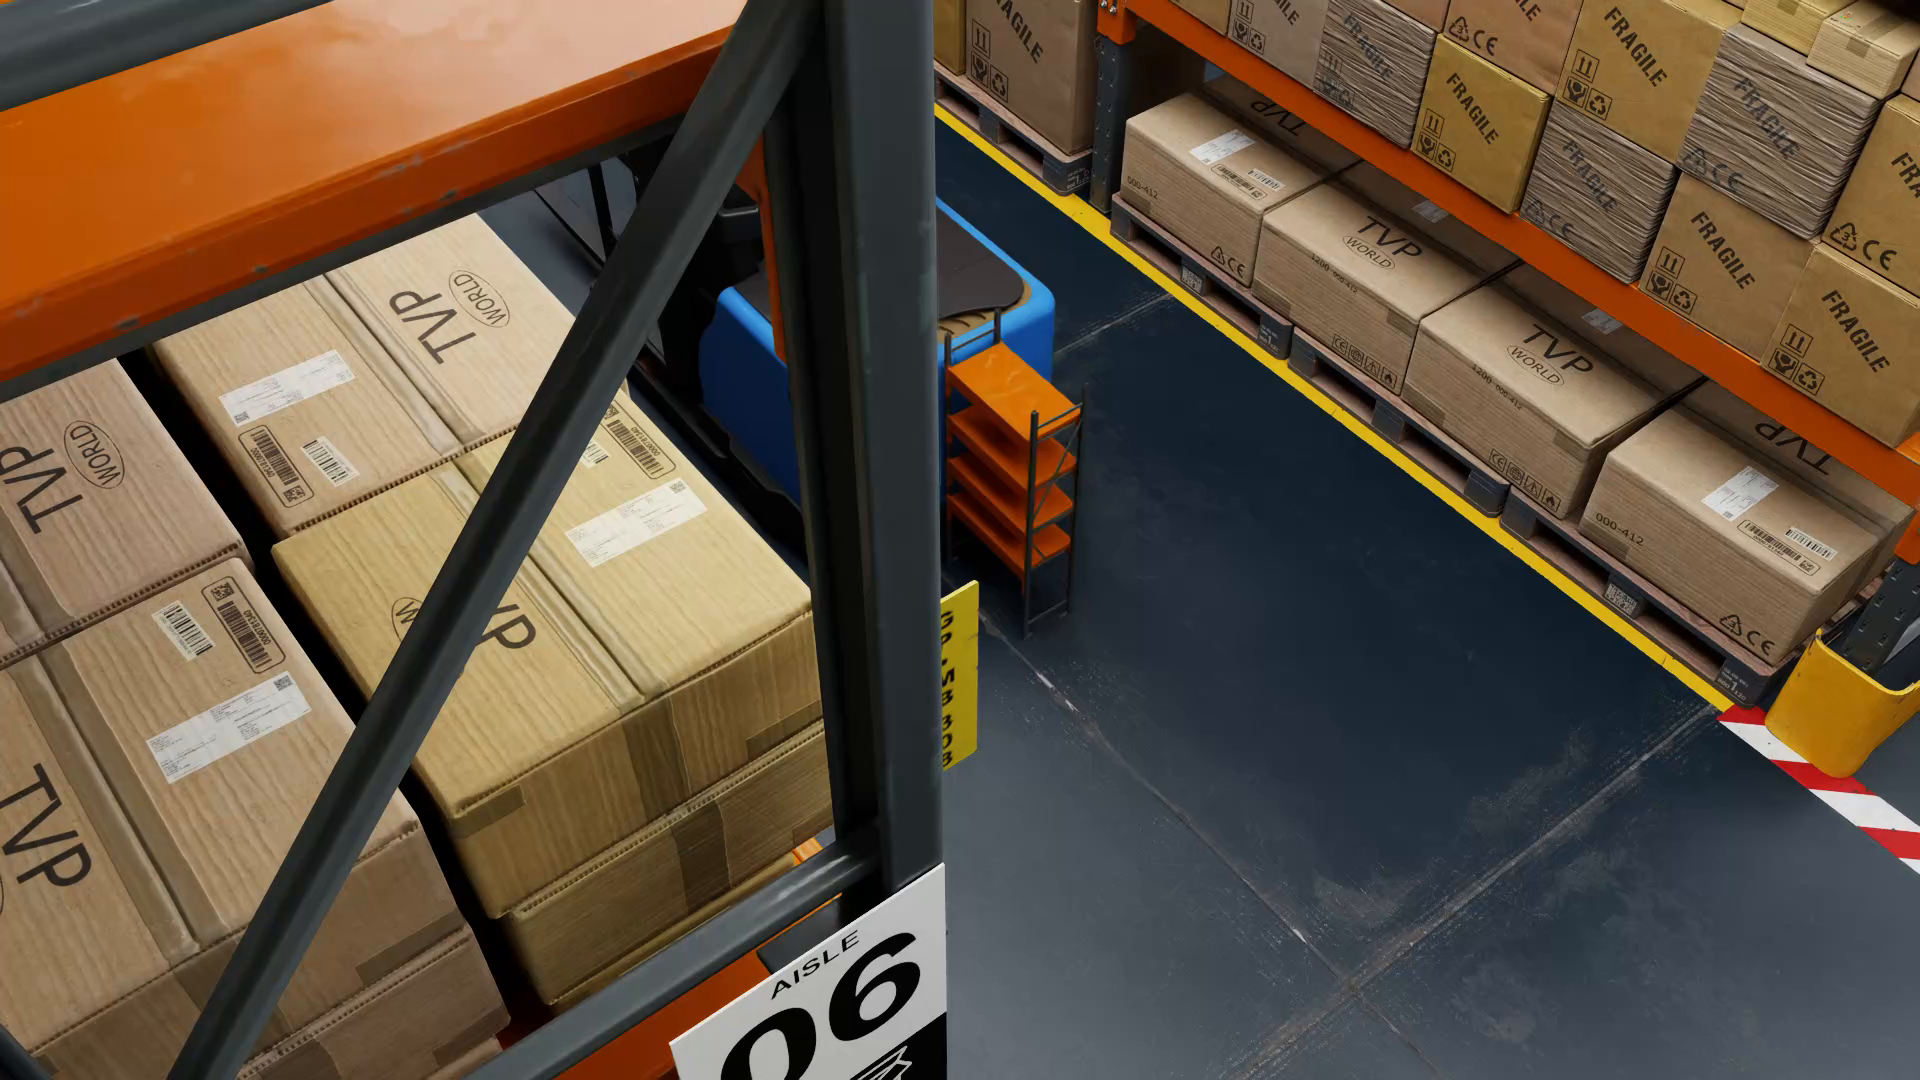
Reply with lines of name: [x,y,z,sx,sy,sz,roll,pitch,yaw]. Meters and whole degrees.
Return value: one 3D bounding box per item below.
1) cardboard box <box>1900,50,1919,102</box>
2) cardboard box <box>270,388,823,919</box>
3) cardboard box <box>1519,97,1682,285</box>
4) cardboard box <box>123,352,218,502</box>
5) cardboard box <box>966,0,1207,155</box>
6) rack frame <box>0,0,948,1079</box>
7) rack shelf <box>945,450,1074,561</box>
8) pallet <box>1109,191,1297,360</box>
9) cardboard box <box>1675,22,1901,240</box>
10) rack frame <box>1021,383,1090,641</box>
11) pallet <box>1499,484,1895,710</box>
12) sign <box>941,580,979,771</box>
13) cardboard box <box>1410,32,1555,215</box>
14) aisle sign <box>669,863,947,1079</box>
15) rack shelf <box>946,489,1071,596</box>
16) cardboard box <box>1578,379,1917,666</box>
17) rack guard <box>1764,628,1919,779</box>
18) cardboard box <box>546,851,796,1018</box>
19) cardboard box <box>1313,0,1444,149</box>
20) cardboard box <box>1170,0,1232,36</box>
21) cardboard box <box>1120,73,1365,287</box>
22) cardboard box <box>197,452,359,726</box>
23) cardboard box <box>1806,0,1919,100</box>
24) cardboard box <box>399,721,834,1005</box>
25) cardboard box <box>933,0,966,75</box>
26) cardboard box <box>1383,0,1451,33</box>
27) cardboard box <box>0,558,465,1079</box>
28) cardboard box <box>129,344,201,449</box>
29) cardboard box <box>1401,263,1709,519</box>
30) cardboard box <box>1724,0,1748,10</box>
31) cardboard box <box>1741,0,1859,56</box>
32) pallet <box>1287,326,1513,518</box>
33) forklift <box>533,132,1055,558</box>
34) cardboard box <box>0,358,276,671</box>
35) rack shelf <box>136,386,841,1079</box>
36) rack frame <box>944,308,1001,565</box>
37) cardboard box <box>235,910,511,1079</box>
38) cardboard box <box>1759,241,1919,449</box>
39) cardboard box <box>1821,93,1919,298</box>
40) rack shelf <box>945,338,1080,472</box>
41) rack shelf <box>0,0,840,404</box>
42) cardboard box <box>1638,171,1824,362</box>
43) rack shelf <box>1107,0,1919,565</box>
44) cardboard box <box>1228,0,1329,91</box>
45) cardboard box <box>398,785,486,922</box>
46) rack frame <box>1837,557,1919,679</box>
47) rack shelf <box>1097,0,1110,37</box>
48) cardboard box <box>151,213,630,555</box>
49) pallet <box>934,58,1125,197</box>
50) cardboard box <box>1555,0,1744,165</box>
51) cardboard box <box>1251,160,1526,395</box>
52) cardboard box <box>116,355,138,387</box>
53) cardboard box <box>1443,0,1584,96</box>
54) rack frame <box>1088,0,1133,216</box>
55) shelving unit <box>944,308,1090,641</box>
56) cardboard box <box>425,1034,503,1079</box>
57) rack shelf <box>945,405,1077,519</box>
cardboard box: [2.947,-1.356,4.773,0.380,0.149,0.250,-28,54,-23]
cardboard box: [-0.521,0.122,2.152,0.500,0.250,0.500,-30,54,-24]
cardboard box: [2.382,-1.309,5.843,0.500,0.500,0.500,-28,54,-23]
cardboard box: [-1.127,-0.318,2.888,0.500,0.250,0.500,-31,55,-25]
cardboard box: [0.635,-2.624,8.253,0.875,0.875,0.875,-28,54,-23]
rack frame: [-0.452,-0.294,0.942,1.000,3.000,0.127,-29,54,-24]
rack shelf: [0.191,-0.170,6.184,0.258,0.148,0.480,-29,54,-24]
pallet: [1.472,-1.446,7.918,1.003,0.211,1.213,-29,54,-24]
cardboard box: [2.675,-1.350,5.206,0.500,0.500,0.500,-29,54,-24]
rack frame: [0.336,-0.070,6.003,0.240,1.200,0.015,-29,54,-24]
pallet: [2.950,-0.008,6.613,1.003,0.211,1.213,-29,54,-24]
sign: [-0.020,0.176,1.950,0.100,0.325,0.005,-29,54,-24]
cardboard box: [2.059,-1.607,6.114,0.500,0.500,0.500,-28,54,-23]
aisle sign: [-0.177,0.756,2.284,0.394,0.787,0.004,-29,54,-24]
rack shelf: [0.191,-0.037,6.331,0.258,0.148,0.480,-29,54,-24]
cardboard box: [3.017,-0.133,6.291,0.875,0.438,0.875,-31,55,-25]
rack guard: [3.511,0.346,6.098,1.175,0.500,0.348,-29,54,-24]
cardboard box: [-0.460,0.505,2.411,0.380,0.149,0.250,-28,54,-23]
cardboard box: [1.747,-1.911,6.389,0.500,0.500,0.500,-29,54,-24]
cardboard box: [1.150,-2.506,6.929,0.500,0.500,0.500,-28,54,-23]
cardboard box: [1.369,-1.729,7.737,0.875,0.438,0.875,-30,54,-24]
cardboard box: [-0.827,-0.011,2.610,0.500,0.250,0.500,-28,54,-23]
cardboard box: [2.723,-1.470,4.877,0.380,0.149,0.250,-30,54,-24]
cardboard box: [-0.503,0.280,2.347,0.500,0.250,0.500,-30,54,-24]
cardboard box: [0.082,-3.153,8.733,0.875,0.875,0.875,-28,54,-23]
cardboard box: [1.772,-2.239,6.011,0.500,0.500,0.500,-28,54,-23]
cardboard box: [-0.943,0.359,1.937,0.500,0.250,0.500,-31,55,-25]
cardboard box: [-1.129,-0.477,2.695,0.500,0.250,0.500,-30,55,-25]
cardboard box: [2.456,-0.669,6.776,0.875,0.438,0.875,-28,54,-23]
cardboard box: [2.502,-1.823,5.197,0.380,0.149,0.250,-30,54,-24]
cardboard box: [2.604,-1.637,5.028,0.380,0.149,0.250,-28,54,-23]
pallet: [2.215,-0.727,7.265,1.003,0.211,1.213,-29,54,-24]
forklift: [-0.911,-1.828,6.427,1.130,2.935,3.031,-29,54,-24]
cardboard box: [-1.258,0.052,2.215,0.500,0.250,0.500,-31,55,-25]
rack shelf: [-1.663,-0.224,3.388,1.077,0.370,4.000,-29,54,-24]
rack frame: [0.045,-0.361,6.266,0.240,1.200,0.015,-29,54,-24]
cardboard box: [-0.938,0.524,2.125,0.500,0.250,0.500,-30,55,-25]
cardboard box: [2.993,-0.707,5.298,0.500,0.500,0.500,-29,54,-24]
cardboard box: [3.015,-1.055,4.938,0.500,0.500,0.500,-28,54,-23]
rack shelf: [0.191,-0.480,5.843,0.258,0.148,0.480,-29,54,-24]
rack shelf: [-1.663,-1.231,2.278,1.077,0.370,4.000,-29,54,-24]
cardboard box: [2.702,-1.010,5.572,0.500,0.500,0.500,-30,55,-25]
rack shelf: [2.285,-1.446,6.520,1.077,0.370,4.000,-29,54,-24]
cardboard box: [1.451,-2.207,6.658,0.500,0.500,0.500,-29,54,-24]
cardboard box: [-0.640,0.363,2.540,0.380,0.149,0.250,-28,54,-23]
rack frame: [3.496,-0.508,5.185,1.000,3.000,0.127,-29,54,-24]
rack shelf: [-0.137,-3.804,8.659,1.077,0.370,4.000,-29,54,-24]
cardboard box: [-0.814,-0.187,2.432,0.500,0.250,0.500,-30,54,-24]
pallet: [0.547,-2.351,8.738,1.003,0.211,1.213,-29,54,-24]
cardboard box: [2.378,-1.643,5.471,0.500,0.500,0.500,-30,54,-24]
cardboard box: [1.911,-1.201,7.259,0.875,0.438,0.875,-31,55,-25]
cardboard box: [-1.459,-0.613,3.156,0.500,0.250,0.500,-30,55,-25]
cardboard box: [2.075,-1.940,5.741,0.500,0.500,0.500,-30,54,-24]
rack frame: [1.074,-2.867,7.323,1.000,3.000,0.127,-29,54,-24]
shelving unit: [0.191,-0.216,6.134,0.258,1.200,0.503,-29,54,-24]
cardboard box: [-0.830,0.713,2.223,0.380,0.149,0.250,-28,54,-23]
rack shelf: [0.191,-0.321,6.019,0.258,0.148,0.480,-29,54,-24]
